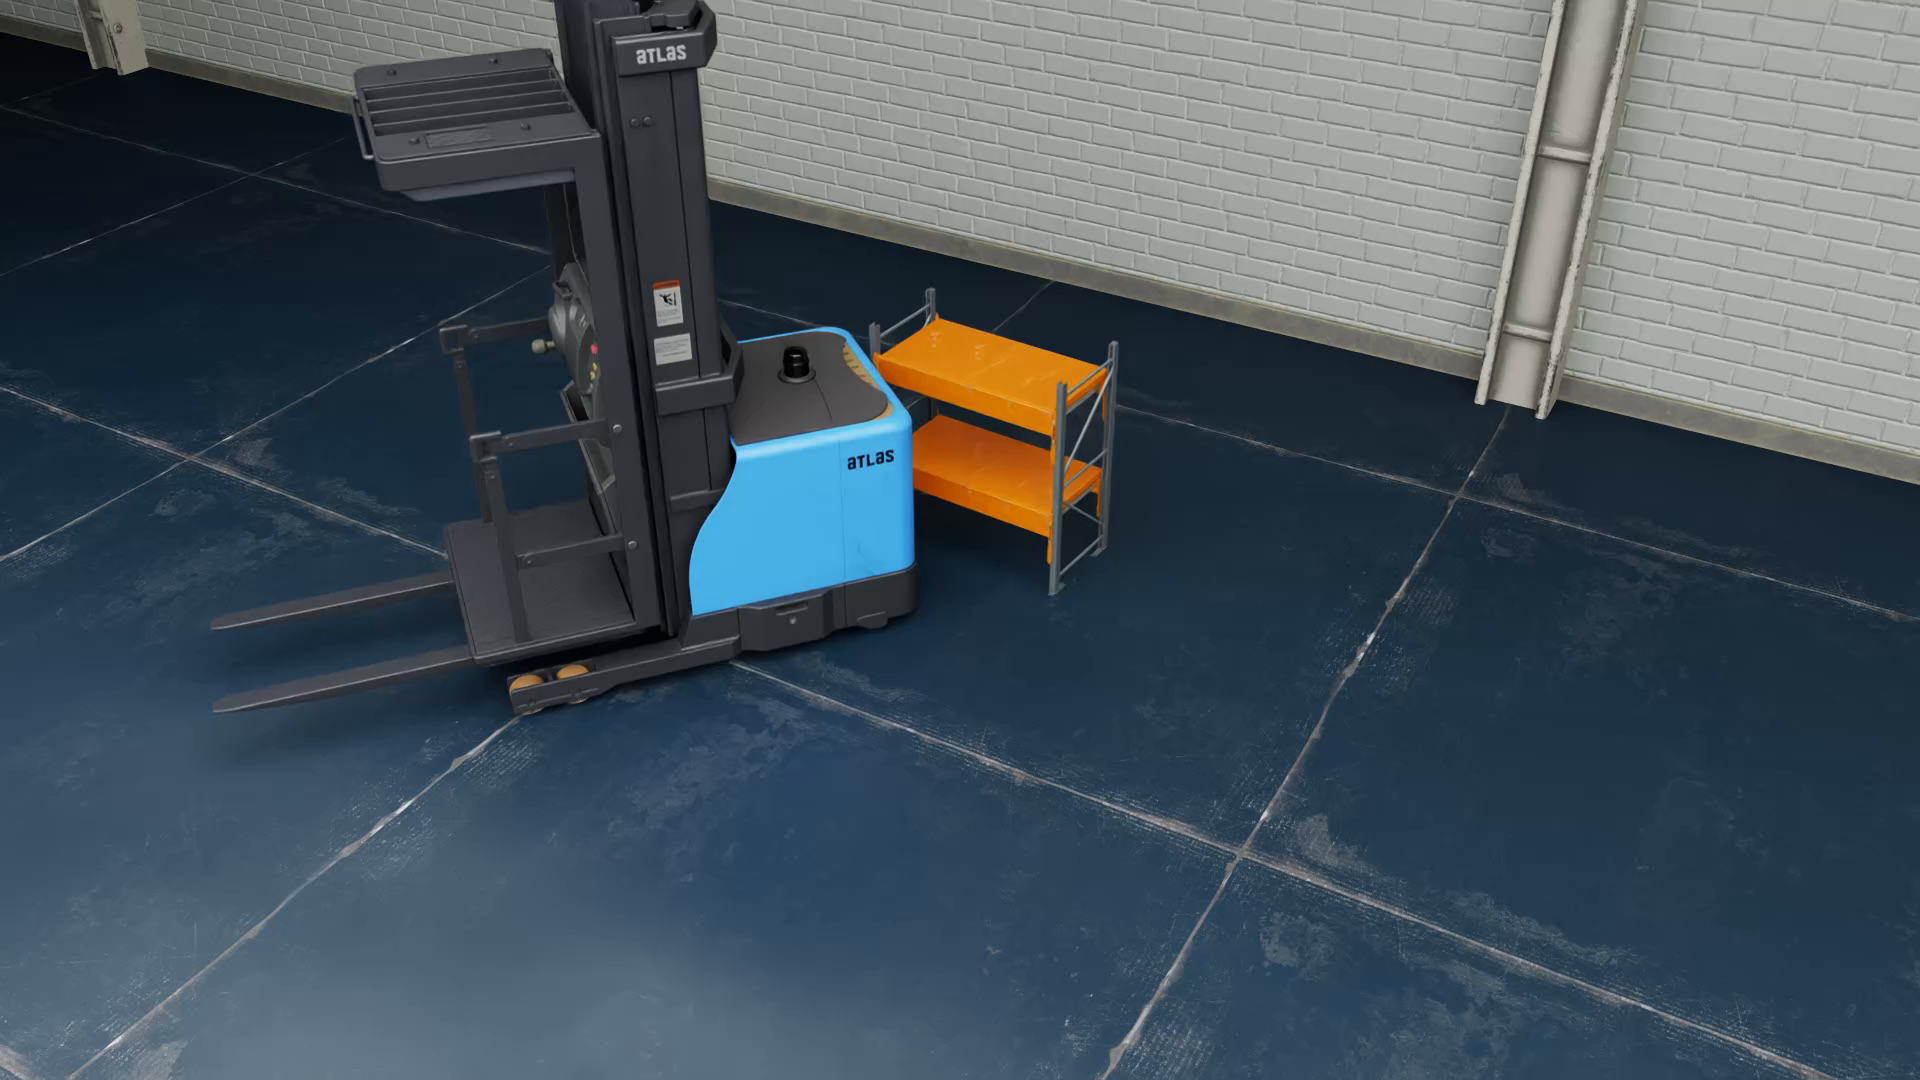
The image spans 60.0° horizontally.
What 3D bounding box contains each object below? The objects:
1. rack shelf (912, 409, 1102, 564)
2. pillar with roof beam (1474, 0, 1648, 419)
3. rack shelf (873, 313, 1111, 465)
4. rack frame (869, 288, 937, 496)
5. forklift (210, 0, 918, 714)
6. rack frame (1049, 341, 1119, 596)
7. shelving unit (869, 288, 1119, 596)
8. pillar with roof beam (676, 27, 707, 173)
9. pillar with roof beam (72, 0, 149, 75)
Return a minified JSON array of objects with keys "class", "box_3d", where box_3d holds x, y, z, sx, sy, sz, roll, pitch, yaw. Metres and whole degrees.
[{"class":"rack shelf","box_3d":[0.151,-0.275,8.090,1.000,0.278,0.538,21,39,28]},{"class":"pillar with roof beam","box_3d":[1.025,-2.472,3.843,0.400,9.000,9.100,18,37,24]},{"class":"rack shelf","box_3d":[0.151,-0.723,7.792,1.000,0.278,0.538,21,39,28]},{"class":"rack frame","box_3d":[-0.270,-0.637,8.191,0.032,1.125,0.500,21,39,28]},{"class":"forklift","box_3d":[-1.763,-0.806,6.816,3.031,2.935,1.130,-12,36,-18]},{"class":"rack frame","box_3d":[0.573,-0.321,7.718,0.032,1.125,0.500,21,39,28]},{"class":"shelving unit","box_3d":[0.151,-0.479,7.954,1.048,1.125,0.538,21,39,28]},{"class":"pillar with roof beam","box_3d":[-4.185,-4.122,6.321,0.400,9.000,9.100,18,37,24]},{"class":"pillar with roof beam","box_3d":[-9.394,-5.772,8.799,0.400,9.000,9.100,18,37,24]}]
